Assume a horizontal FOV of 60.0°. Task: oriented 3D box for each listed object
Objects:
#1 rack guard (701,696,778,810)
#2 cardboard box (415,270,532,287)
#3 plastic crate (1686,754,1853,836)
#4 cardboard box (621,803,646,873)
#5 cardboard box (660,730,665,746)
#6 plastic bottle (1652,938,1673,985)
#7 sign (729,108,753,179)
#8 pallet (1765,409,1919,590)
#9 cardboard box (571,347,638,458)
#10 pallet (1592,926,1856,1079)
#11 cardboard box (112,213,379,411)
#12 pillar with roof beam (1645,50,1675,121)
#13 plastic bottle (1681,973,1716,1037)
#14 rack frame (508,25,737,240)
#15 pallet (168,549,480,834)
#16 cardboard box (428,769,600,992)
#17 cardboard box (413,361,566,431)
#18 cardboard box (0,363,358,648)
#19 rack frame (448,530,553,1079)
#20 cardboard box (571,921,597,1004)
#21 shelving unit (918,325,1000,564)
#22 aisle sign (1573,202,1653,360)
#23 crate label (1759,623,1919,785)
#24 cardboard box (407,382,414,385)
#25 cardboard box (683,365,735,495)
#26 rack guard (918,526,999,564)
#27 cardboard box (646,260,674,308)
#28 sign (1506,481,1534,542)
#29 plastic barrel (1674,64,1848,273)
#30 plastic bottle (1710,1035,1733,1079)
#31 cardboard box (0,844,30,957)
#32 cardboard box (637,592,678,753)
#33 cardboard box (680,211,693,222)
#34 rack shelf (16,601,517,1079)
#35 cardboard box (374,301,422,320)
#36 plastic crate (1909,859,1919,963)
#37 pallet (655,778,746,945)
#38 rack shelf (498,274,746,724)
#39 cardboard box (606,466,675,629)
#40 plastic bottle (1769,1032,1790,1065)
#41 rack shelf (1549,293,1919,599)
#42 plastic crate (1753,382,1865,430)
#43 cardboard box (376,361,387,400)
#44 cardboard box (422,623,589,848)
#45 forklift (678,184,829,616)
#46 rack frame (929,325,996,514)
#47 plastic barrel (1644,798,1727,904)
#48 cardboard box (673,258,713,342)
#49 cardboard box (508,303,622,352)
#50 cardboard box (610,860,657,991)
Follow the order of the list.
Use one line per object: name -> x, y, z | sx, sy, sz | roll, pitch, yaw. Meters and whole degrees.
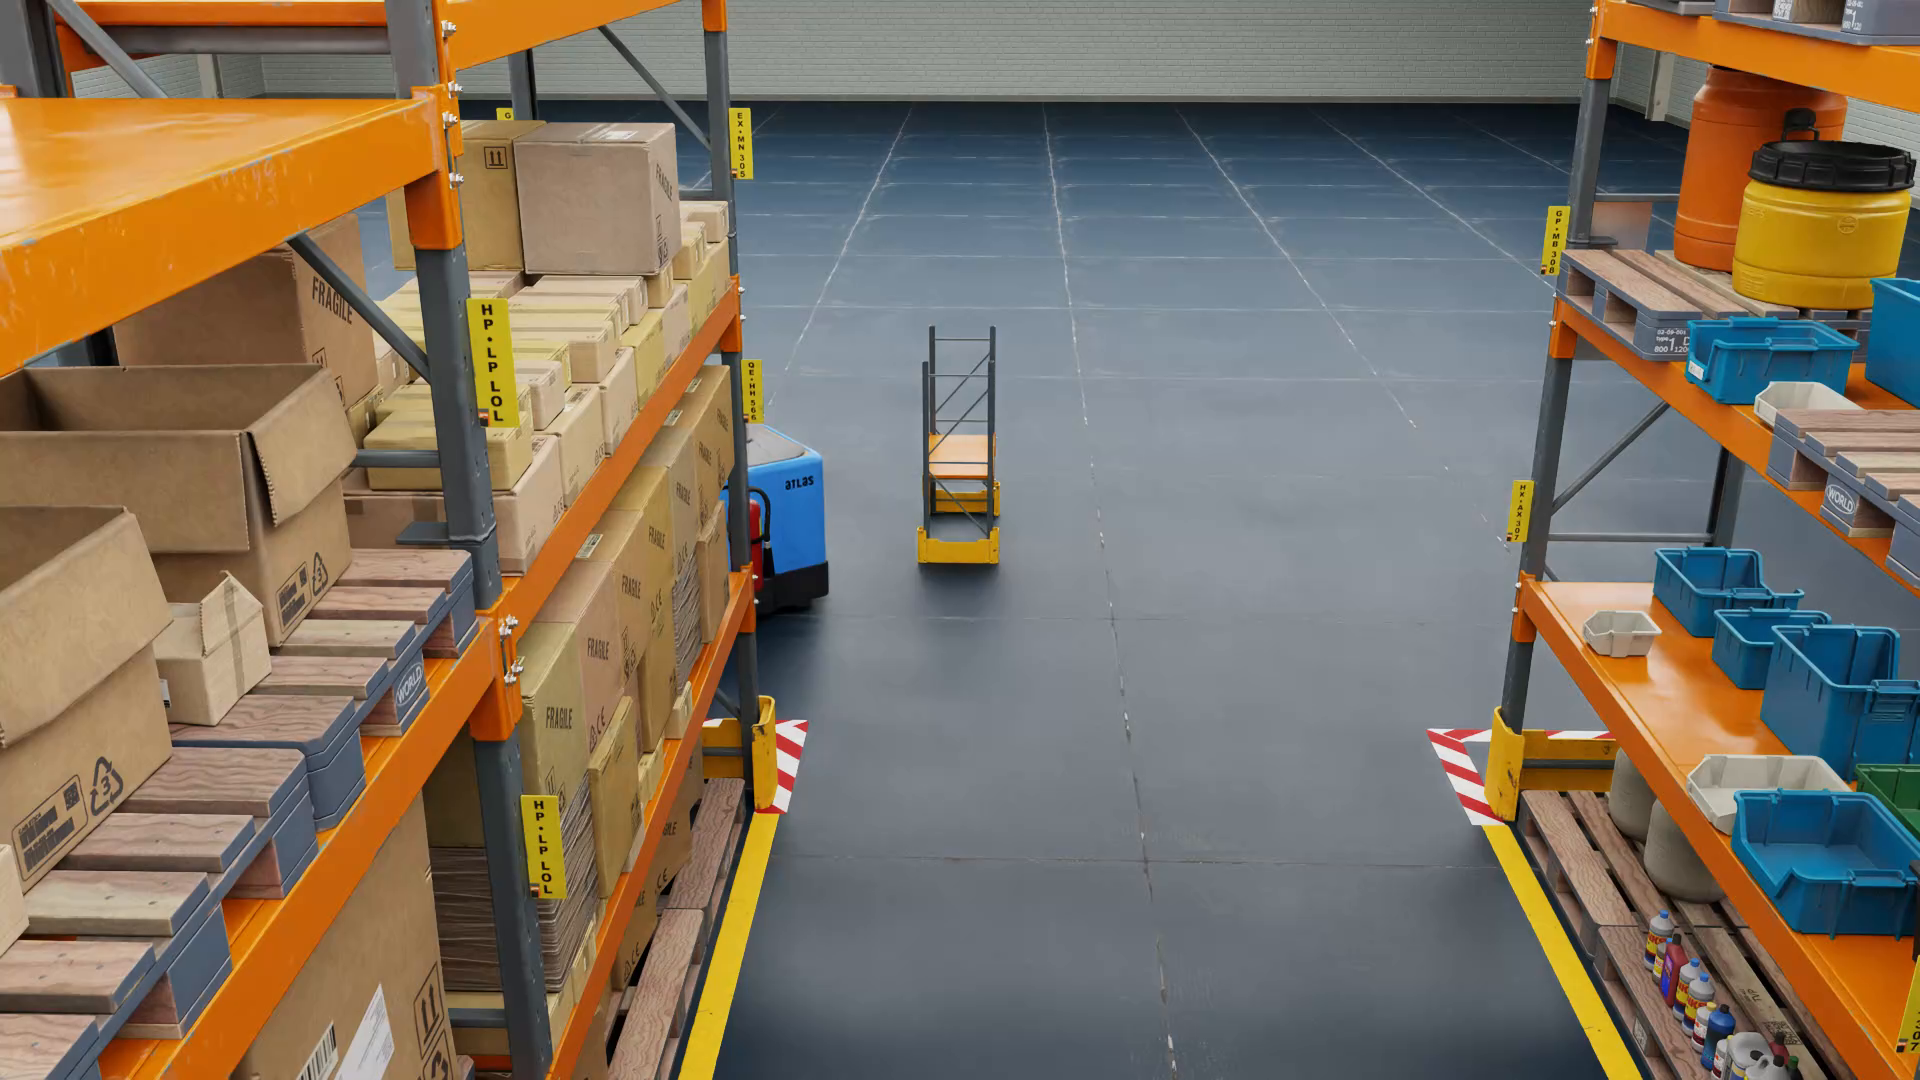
rack guard -> -1.584, 1.131, 8.923 | 1.175, 0.500, 0.348 | 1, 21, 2
cardboard box -> -1.895, -1.009, 6.492 | 0.380, 0.149, 0.250 | 0, 21, -1
plastic crate -> 3.044, 0.972, 6.241 | 0.530, 0.136, 0.437 | 1, 21, 2
cardboard box -> -1.349, 1.066, 5.982 | 0.380, 0.149, 0.250 | 1, 21, 2
cardboard box -> -1.401, 0.794, 6.683 | 0.380, 0.149, 0.250 | 1, 21, 2
plastic bottle -> 2.999, 1.782, 7.050 | 0.097, 0.201, 0.097 | 0, 21, 0
sign -> -1.027, -1.860, 7.804 | 0.100, 0.325, 0.005 | 1, 21, 2
pallet -> 3.172, -0.133, 4.840 | 1.213, 0.211, 1.003 | 1, 21, 2
cardboard box -> -1.397, -0.475, 5.666 | 0.500, 0.250, 0.500 | 0, 21, -1
pallet -> 3.344, 2.054, 6.942 | 1.003, 0.211, 1.213 | 1, 21, 2
cardboard box -> -1.944, -0.598, 4.535 | 0.500, 0.500, 0.500 | 0, 21, 0
pillar with roof beam -> 10.724, -13.327, 34.435 | 9.100, 9.000, 0.400 | 1, 21, 2
plastic bottle -> 2.989, 1.872, 6.721 | 0.097, 0.271, 0.097 | 0, 21, 0
rack frame -> -1.581, -2.859, 7.456 | 1.000, 3.000, 0.127 | 1, 21, 2
pallet -> -1.828, 0.296, 3.733 | 1.213, 0.211, 1.003 | 1, 21, 2
cardboard box -> -1.628, 1.037, 5.159 | 0.875, 0.500, 0.500 | 1, 21, 2
cardboard box -> -1.416, -0.439, 5.023 | 0.380, 0.149, 0.250 | 1, 21, 2
cardboard box -> -1.816, -0.089, 3.741 | 0.797, 0.503, 0.637 | 0, 21, -1
rack frame -> -1.703, 1.385, 4.814 | 1.000, 3.000, 0.127 | 1, 21, 2
cardboard box -> -1.375, 1.337, 5.284 | 0.380, 0.149, 0.250 | 1, 21, 2
shelving unit -> 0.002, -0.727, 12.329 | 0.587, 1.500, 1.083 | 1, 21, 2
aisle sign -> 3.079, -1.248, 8.006 | 0.394, 0.787, 0.004 | 1, 21, 2
crate label -> 3.584, 0.645, 6.672 | 0.502, 0.435, 0.616 | 1, 21, 2
cardboard box -> -1.914, -0.485, 5.692 | 0.500, 0.250, 0.500 | 0, 21, 1
cardboard box -> -1.351, -0.512, 7.769 | 0.500, 0.500, 0.500 | 1, 21, 2
rack guard -> -0.013, 0.036, 12.091 | 0.587, 0.250, 0.087 | 1, 21, 2
cardboard box -> -1.325, -1.002, 6.474 | 0.380, 0.149, 0.250 | 0, 21, -1
sign -> 2.819, -0.144, 8.370 | 0.100, 0.325, 0.005 | 1, 21, 2
plastic barrel -> 3.481, -1.624, 7.248 | 0.600, 0.830, 0.708 | 1, 21, 2
plastic bottle -> 2.980, 2.015, 6.450 | 0.097, 0.201, 0.097 | 0, 21, 0
cardboard box -> -1.660, 0.578, 2.487 | 0.380, 0.166, 0.250 | 0, 21, 0
cardboard box -> -1.606, 0.495, 6.558 | 0.875, 0.500, 0.500 | 1, 21, 2
cardboard box -> -1.403, -1.379, 7.447 | 0.380, 0.149, 0.250 | 0, 21, 0
rack shelf -> -1.764, 1.045, 2.538 | 1.077, 0.370, 4.000 | 1, 21, 2
cardboard box -> -1.947, -0.727, 5.766 | 0.380, 0.149, 0.250 | 2, 21, 4
plastic crate -> 3.391, 1.280, 5.169 | 0.767, 0.338, 0.504 | 1, 21, 2
pallet -> -1.644, 1.559, 8.219 | 1.003, 0.211, 1.213 | 1, 21, 2
rack shelf -> -1.642, -0.402, 6.265 | 1.077, 0.370, 4.000 | 1, 21, 2
cardboard box -> -1.402, 0.031, 6.371 | 0.500, 0.500, 0.500 | 1, 21, 2
plastic bottle -> 3.110, 2.020, 6.322 | 0.061, 0.283, 0.133 | 1, 21, 2
rack shelf -> 3.308, -0.347, 6.125 | 1.077, 0.370, 4.000 | 1, 21, 2
plastic crate -> 2.892, -0.421, 5.686 | 0.243, 0.136, 0.396 | 1, 21, 2
cardboard box -> -1.961, -0.438, 5.020 | 0.380, 0.149, 0.250 | 0, 21, -1
cardboard box -> -1.435, 0.573, 4.973 | 0.500, 0.500, 0.500 | 1, 21, 2
forklift -> -2.407, -0.783, 10.496 | 3.031, 2.935, 1.130 | -14, 25, -31
rack frame -> 0.018, -0.914, 12.811 | 0.500, 1.500, 0.032 | 1, 21, 2
plastic barrel -> 3.410, 1.377, 7.692 | 0.421, 0.512, 0.421 | 0, 21, 0
cardboard box -> -1.354, -1.032, 7.104 | 0.500, 0.250, 0.500 | 1, 21, 2
cardboard box -> -1.383, -0.716, 5.737 | 0.380, 0.149, 0.250 | 0, 21, 1
cardboard box -> -1.639, 1.576, 7.195 | 0.500, 0.500, 0.500 | 3, 21, 7
